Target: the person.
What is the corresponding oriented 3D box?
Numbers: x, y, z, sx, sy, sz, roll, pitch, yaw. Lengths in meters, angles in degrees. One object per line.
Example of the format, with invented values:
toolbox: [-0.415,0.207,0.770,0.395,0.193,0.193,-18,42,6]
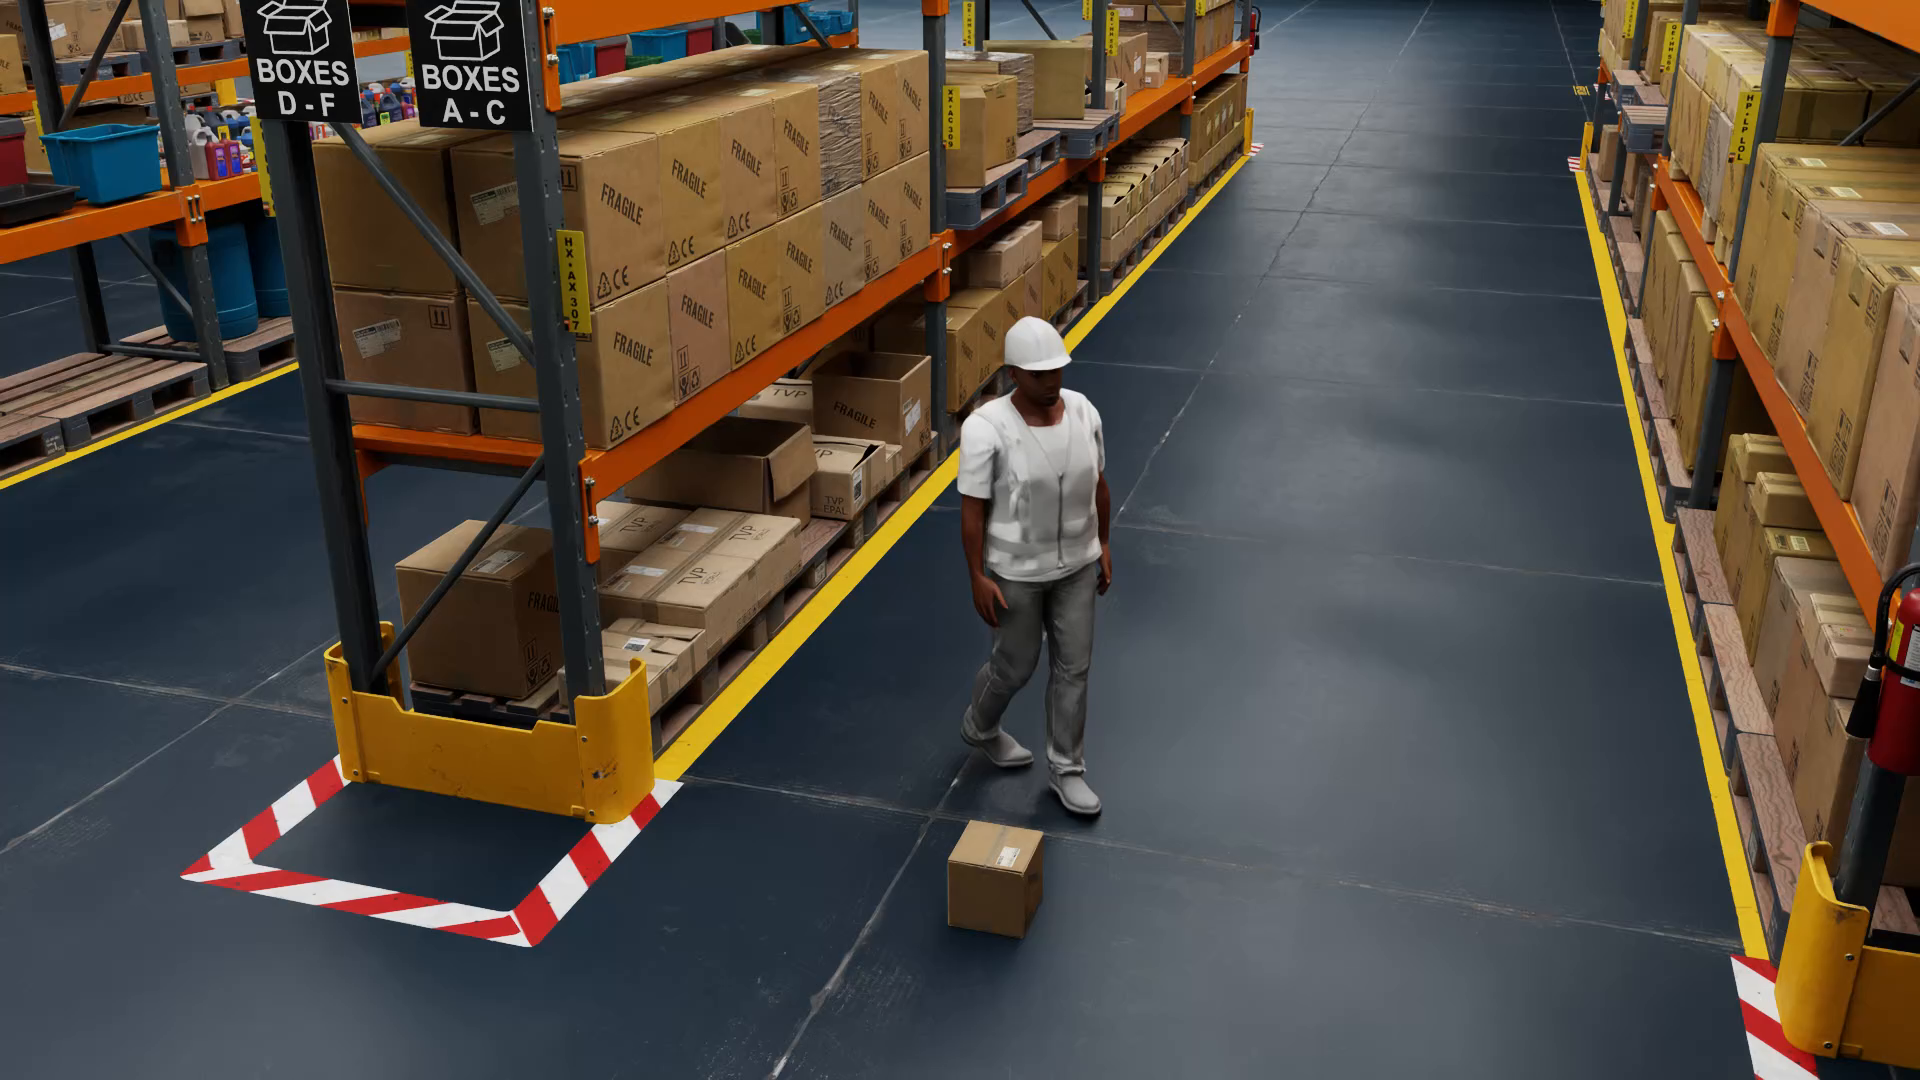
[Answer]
person: [0.287,0.081,5.844,0.598,1.765,0.679,-9,24,-22]
